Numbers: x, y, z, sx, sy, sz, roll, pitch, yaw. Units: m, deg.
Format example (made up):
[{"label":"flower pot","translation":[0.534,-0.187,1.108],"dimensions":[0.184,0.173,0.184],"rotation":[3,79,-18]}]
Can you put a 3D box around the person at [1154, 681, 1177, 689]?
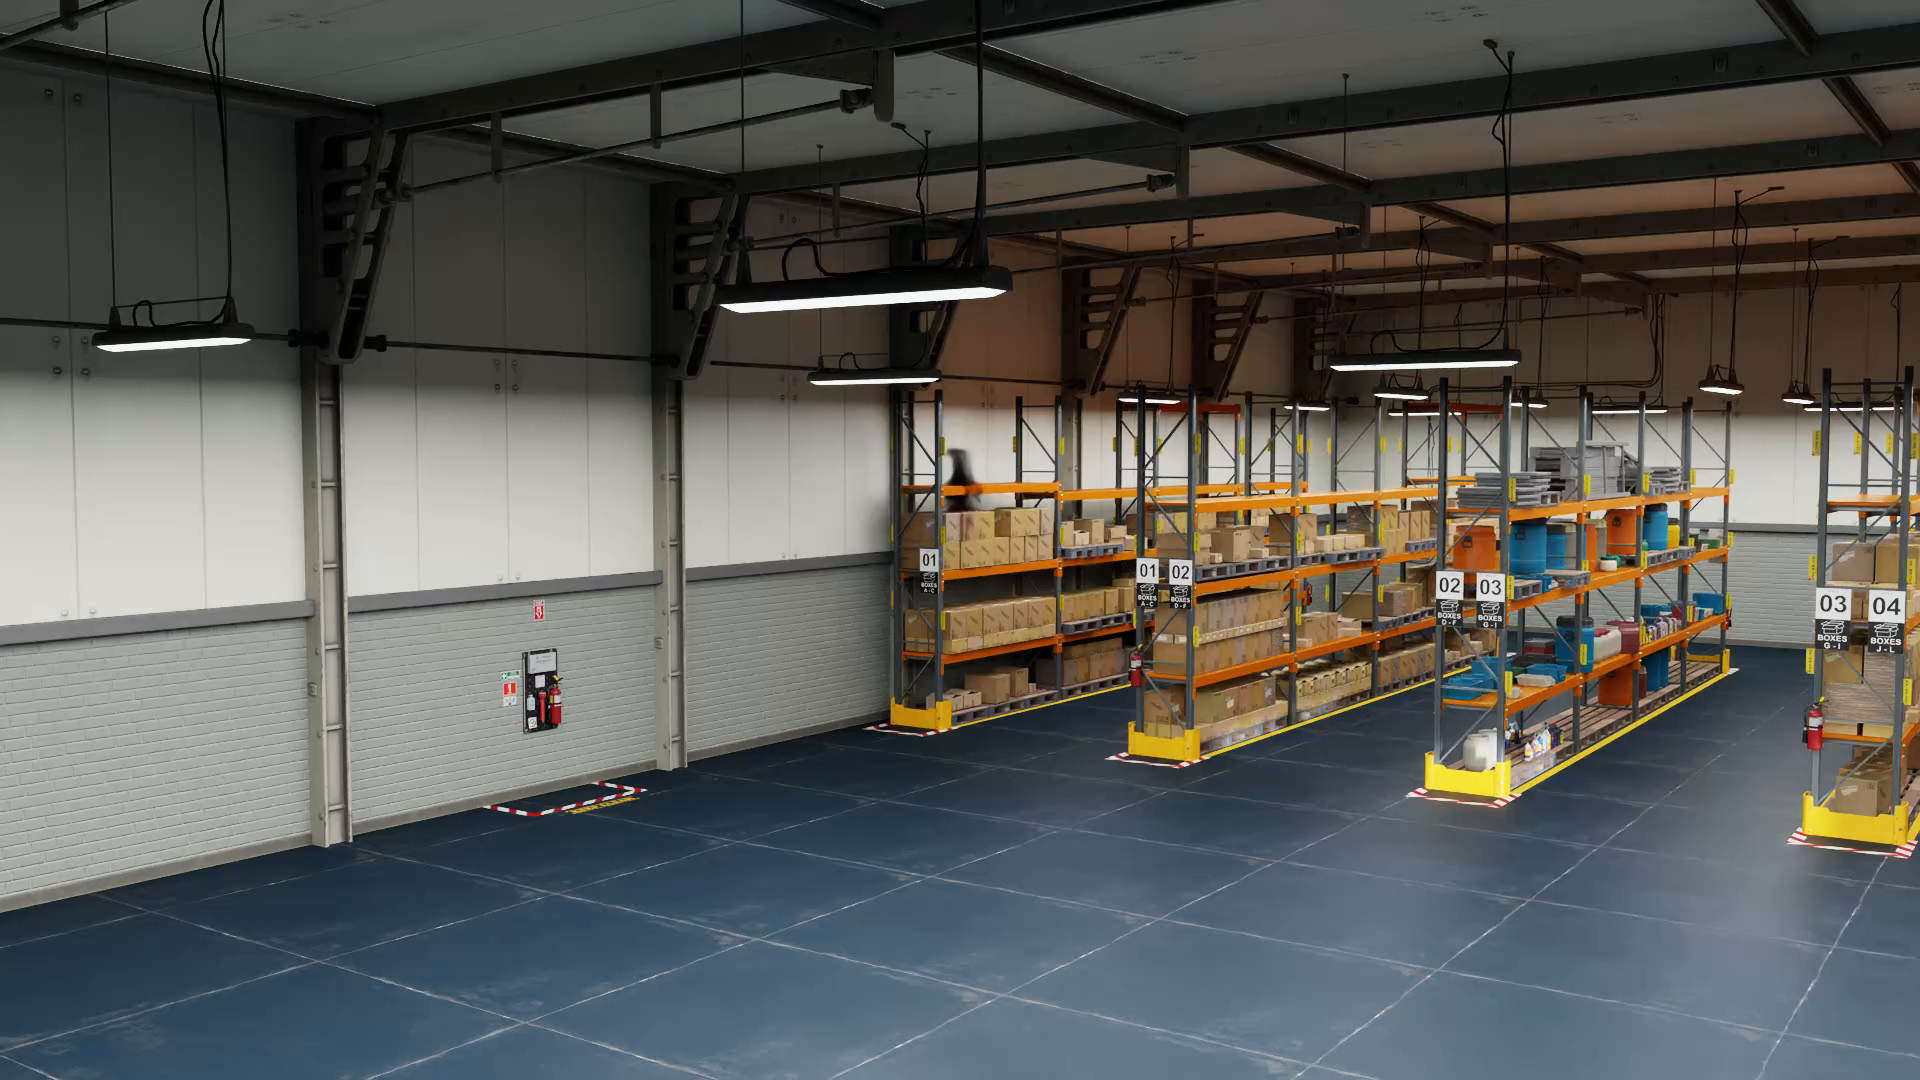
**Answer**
[{"label":"person","translation":[3.978,2.344,31.606],"dimensions":[0.629,1.815,0.724],"rotation":[2,4,34]}]
